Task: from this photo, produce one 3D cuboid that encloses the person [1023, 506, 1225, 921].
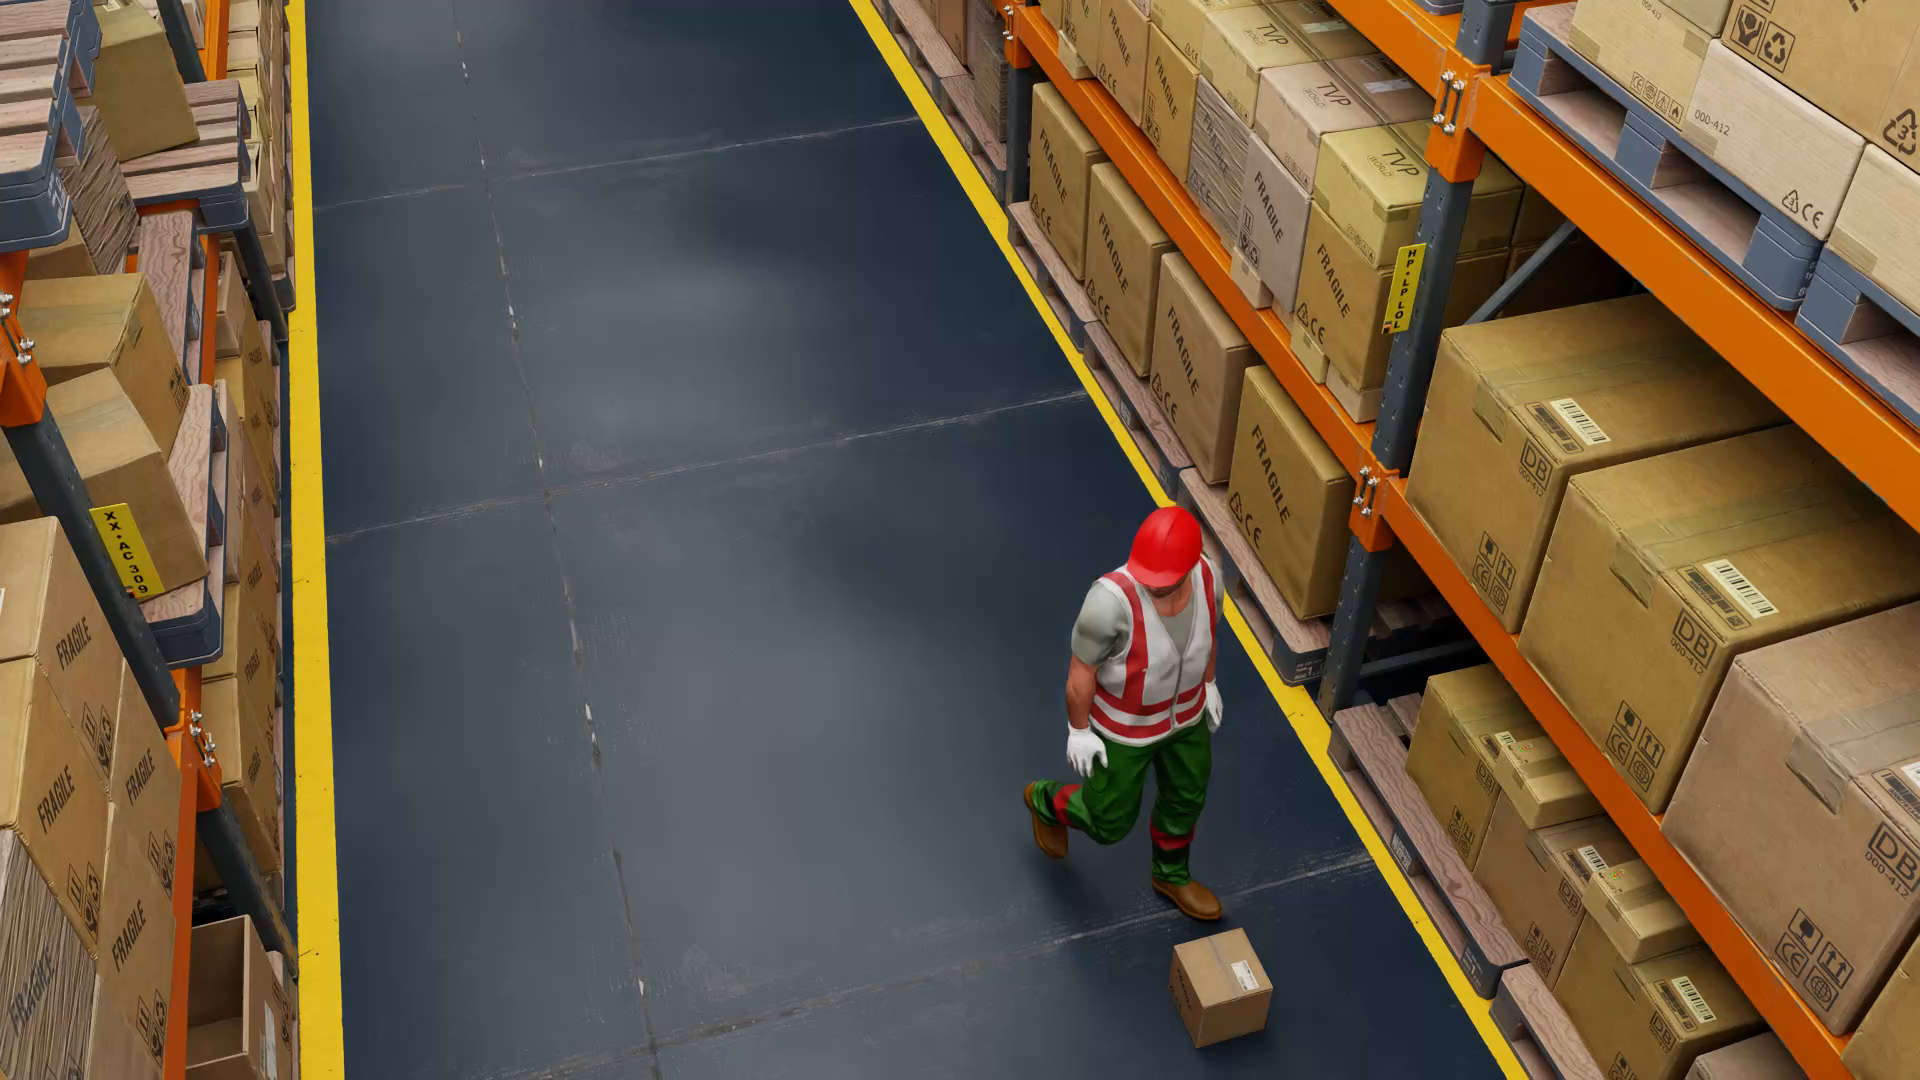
[{"bbox_3d":[0.600,0.559,5.500,0.604,1.775,0.711,-22,46,-23],"label":"person"}]
